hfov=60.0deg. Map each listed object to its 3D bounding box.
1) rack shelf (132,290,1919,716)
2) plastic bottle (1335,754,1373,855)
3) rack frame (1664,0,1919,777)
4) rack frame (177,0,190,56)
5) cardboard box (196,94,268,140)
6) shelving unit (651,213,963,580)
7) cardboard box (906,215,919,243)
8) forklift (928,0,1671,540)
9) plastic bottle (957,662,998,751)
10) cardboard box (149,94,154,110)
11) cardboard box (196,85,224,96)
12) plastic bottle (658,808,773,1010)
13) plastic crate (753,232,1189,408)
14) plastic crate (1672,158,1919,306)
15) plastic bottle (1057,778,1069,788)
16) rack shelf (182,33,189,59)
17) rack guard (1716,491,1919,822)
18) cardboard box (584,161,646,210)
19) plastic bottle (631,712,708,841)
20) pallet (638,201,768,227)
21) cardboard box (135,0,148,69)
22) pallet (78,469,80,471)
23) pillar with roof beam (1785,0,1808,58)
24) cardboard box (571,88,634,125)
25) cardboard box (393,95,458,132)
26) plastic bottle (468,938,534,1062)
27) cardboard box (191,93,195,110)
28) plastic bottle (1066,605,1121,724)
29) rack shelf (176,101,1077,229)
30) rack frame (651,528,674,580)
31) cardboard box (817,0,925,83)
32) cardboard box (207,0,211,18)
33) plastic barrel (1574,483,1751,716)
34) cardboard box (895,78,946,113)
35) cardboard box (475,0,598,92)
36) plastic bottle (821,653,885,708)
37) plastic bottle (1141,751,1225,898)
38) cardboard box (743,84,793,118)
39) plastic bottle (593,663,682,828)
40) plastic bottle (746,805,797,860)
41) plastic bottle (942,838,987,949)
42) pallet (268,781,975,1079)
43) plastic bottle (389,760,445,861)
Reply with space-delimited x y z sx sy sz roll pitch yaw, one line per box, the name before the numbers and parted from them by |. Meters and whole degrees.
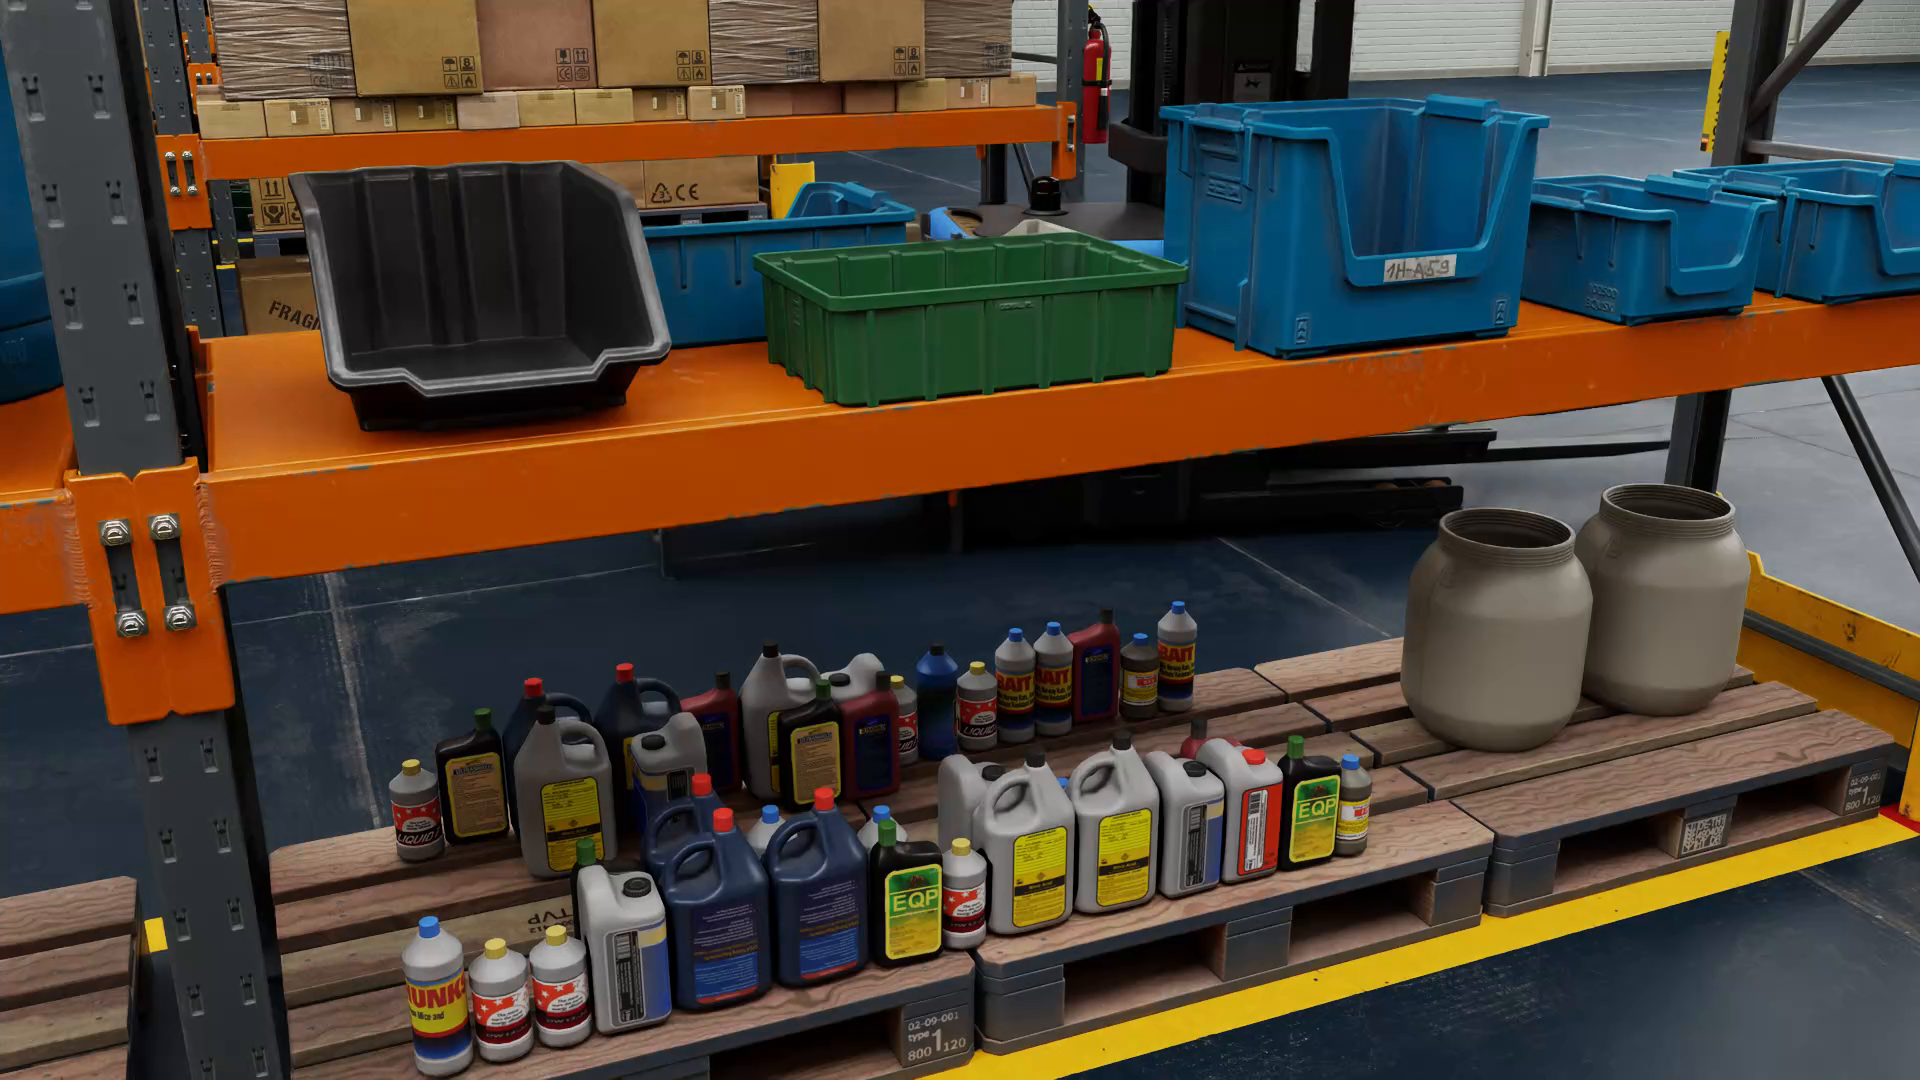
rack shelf | 0.490 -0.336 3.544 4.000 0.370 1.077 -8 21 -22
plastic bottle | 0.814 0.549 3.498 0.097 0.201 0.097 0 19 0
rack frame | 2.327 -0.939 4.172 0.127 3.000 1.000 -8 21 -22
rack frame | -7.233 -4.945 15.550 0.127 3.000 1.000 -8 21 -22
cardboard box | -2.991 -1.741 6.829 0.250 0.149 0.380 -8 21 -22
shelving unit | -0.560 -0.518 5.801 1.048 1.125 0.538 -5 20 -14
cardboard box | -0.215 -1.391 8.588 0.500 0.500 0.500 -4 20 -12
forklift | 1.414 -1.595 6.140 3.031 2.935 1.130 -3 20 -9
plastic bottle | 0.041 0.388 3.954 0.097 0.201 0.097 0 19 0
cardboard box | -9.677 -5.464 19.968 0.625 0.625 0.875 -7 21 -20
cardboard box | -3.227 -1.922 7.344 0.250 0.149 0.380 -8 21 -22
plastic bottle | -0.440 0.650 2.986 0.185 0.351 0.144 -8 21 -20
plastic crate | 0.012 -0.405 2.975 0.662 0.188 0.450 -8 21 -22
plastic crate | 1.986 -0.712 3.750 0.616 0.251 0.499 -8 21 -22
plastic bottle | 0.206 0.584 3.398 0.097 0.201 0.097 0 19 0
rack shelf | -9.070 -4.343 14.922 4.000 0.370 1.077 -8 21 -22
rack guard | 2.276 0.265 4.518 0.348 0.500 1.175 -8 21 -22
cardboard box | -2.911 -2.945 12.437 0.875 0.875 0.875 -9 21 -23
plastic bottle | -0.611 0.509 3.500 0.135 0.276 0.152 -8 21 -22
pallet | -2.210 -2.531 12.892 1.213 0.211 1.003 -8 21 -22
cardboard box | -5.553 -3.346 10.857 0.500 0.500 0.500 -8 21 -22
pallet | -4.022 -0.505 7.138 1.213 0.211 1.003 -8 21 -22
pillar with roof beam | 17.216 -11.842 26.104 0.400 9.000 9.100 -8 21 -22
cardboard box | -1.619 -1.942 7.401 0.250 0.149 0.380 -8 21 -22
cardboard box | -2.312 -1.847 7.130 0.250 0.149 0.380 -8 21 -22
plastic bottle | -0.787 0.778 2.846 0.097 0.201 0.097 0 19 0
cardboard box | -6.501 -3.584 14.309 0.500 0.500 0.500 -8 21 -22
plastic bottle | 0.324 0.303 4.074 0.133 0.283 0.061 -8 21 -21
rack shelf | -1.471 -1.847 7.834 4.000 0.370 1.077 -8 21 -22
rack frame | -1.051 -0.475 5.678 0.032 1.125 0.500 -5 20 -14
cardboard box | -0.563 -2.470 7.923 0.500 0.500 0.875 -8 21 -22
cardboard box | -6.719 -5.105 15.407 0.500 0.500 0.500 -8 21 -22
plastic barrel | 1.753 0.146 4.203 0.421 0.512 0.421 0 19 0
cardboard box | -0.254 -2.149 7.987 0.250 0.149 0.380 -8 21 -22
cardboard box | -1.978 -2.302 7.446 0.500 0.500 0.875 -8 21 -22
plastic bottle | -0.245 0.404 3.796 0.135 0.276 0.152 -8 21 -21
plastic bottle | 0.444 0.557 3.363 0.135 0.276 0.152 -9 21 -23
cardboard box | -0.956 -2.061 7.737 0.250 0.149 0.380 -8 21 -22
plastic bottle | -0.693 0.432 3.606 0.185 0.351 0.144 -9 21 -25
plastic bottle | -0.355 0.631 3.158 0.097 0.271 0.097 0 19 0
plastic bottle | 0.002 0.665 3.167 0.097 0.201 0.097 0 19 0
pallet | -0.713 0.827 3.355 1.213 0.211 1.003 -8 21 -22
plastic bottle | -1.136 0.557 3.474 0.097 0.201 0.097 0 19 0
